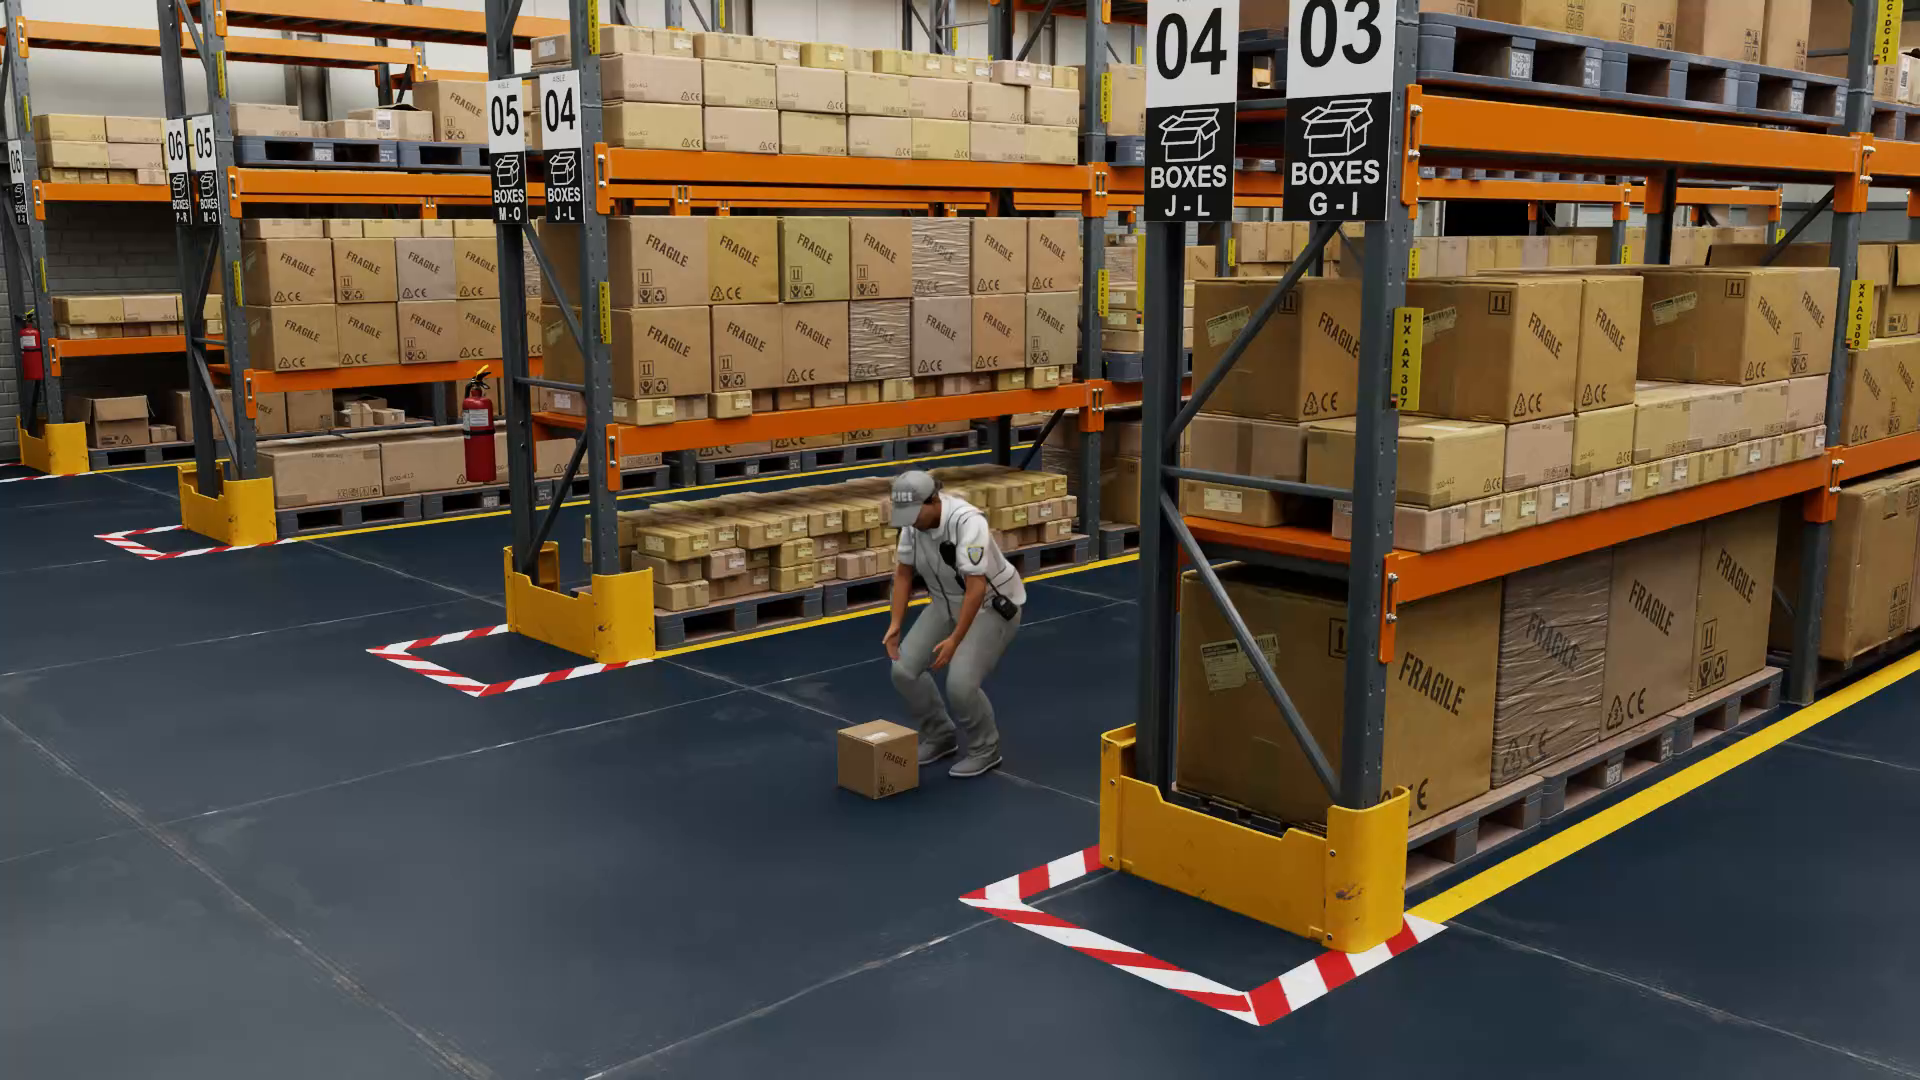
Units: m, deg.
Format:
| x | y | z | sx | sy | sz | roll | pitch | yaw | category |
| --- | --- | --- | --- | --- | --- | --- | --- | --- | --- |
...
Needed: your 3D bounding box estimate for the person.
| x | y | z | sx | sy | sz | roll | pitch | yaw | category |
| --- | --- | --- | --- | --- | --- | --- | --- | --- | --- |
| -0.029 | 0.352 | 7.353 | 0.728 | 1.379 | 0.534 | -10 | 15 | -42 | person |
